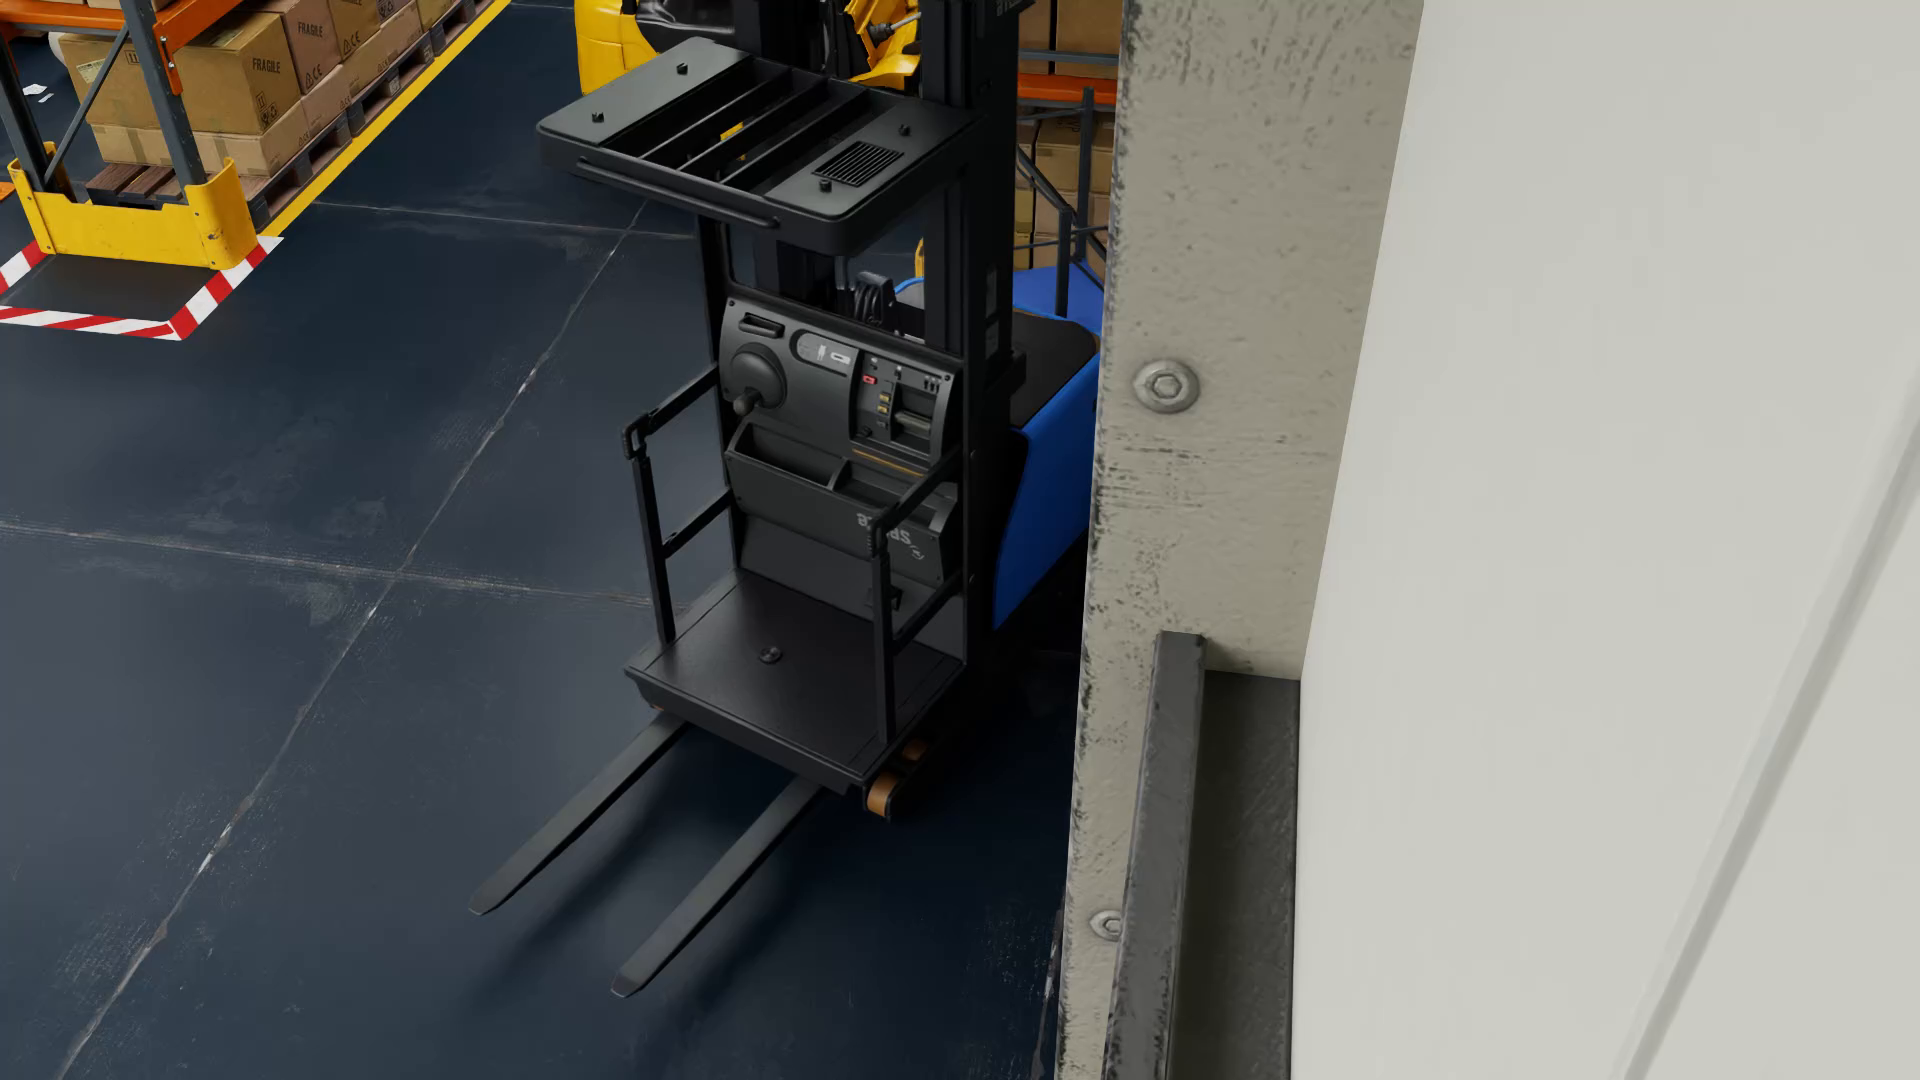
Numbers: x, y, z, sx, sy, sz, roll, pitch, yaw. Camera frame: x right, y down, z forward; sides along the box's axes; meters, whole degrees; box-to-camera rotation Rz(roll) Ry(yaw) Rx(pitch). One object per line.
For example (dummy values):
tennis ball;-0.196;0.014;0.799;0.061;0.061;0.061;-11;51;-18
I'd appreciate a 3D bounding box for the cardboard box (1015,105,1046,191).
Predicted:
cardboard box;0.156;-2.005;8.364;0.500;0.250;0.500;8;40;9

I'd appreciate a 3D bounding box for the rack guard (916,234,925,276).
rack guard;0.379;-1.215;8.328;1.175;0.500;0.348;6;40;8

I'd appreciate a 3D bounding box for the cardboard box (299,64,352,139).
cardboard box;-3.998;-2.636;9.913;0.500;0.250;0.500;8;40;9

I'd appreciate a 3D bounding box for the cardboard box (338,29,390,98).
cardboard box;-3.916;-2.980;10.329;0.500;0.250;0.500;9;40;11

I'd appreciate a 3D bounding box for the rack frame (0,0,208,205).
rack frame;-4.506;-2.739;8.208;1.000;3.000;0.127;6;40;8

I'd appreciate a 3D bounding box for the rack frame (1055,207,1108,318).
rack frame;0.629;-0.743;6.972;0.500;1.500;0.032;-10;41;-12

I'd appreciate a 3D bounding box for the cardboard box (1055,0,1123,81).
cardboard box;0.743;-2.513;7.856;0.500;0.500;0.500;8;40;9

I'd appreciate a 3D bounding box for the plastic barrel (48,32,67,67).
plastic barrel;-5.640;-3.209;10.799;0.421;0.421;0.512;-28;47;-30

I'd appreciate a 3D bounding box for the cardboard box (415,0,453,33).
cardboard box;-3.734;-3.615;11.097;0.500;0.250;0.500;5;40;6

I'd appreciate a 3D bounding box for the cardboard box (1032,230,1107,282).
cardboard box;0.661;-1.583;8.638;0.500;0.250;0.500;7;40;8

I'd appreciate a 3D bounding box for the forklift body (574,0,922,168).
forklift body;-1.085;-3.258;9.502;2.313;2.155;1.214;6;40;8

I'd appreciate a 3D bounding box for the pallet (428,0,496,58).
pallet;-3.895;-3.749;11.619;1.003;0.211;1.213;6;40;8

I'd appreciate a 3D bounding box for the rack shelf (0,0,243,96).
rack shelf;-4.160;-3.717;9.956;1.077;0.370;4.000;6;40;8

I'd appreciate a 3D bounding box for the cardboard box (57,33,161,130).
cardboard box;-4.624;-2.661;9.355;0.500;0.500;0.500;7;40;8

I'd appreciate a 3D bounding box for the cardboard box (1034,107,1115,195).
cardboard box;0.653;-1.962;8.313;0.500;0.250;0.500;6;40;7

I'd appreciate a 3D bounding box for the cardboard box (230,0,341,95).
cardboard box;-4.004;-2.949;9.703;0.500;0.500;0.500;5;40;6

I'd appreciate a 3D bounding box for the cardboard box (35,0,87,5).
cardboard box;-4.652;-2.900;8.601;0.380;0.149;0.250;8;40;9

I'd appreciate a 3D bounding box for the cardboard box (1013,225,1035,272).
cardboard box;0.154;-1.626;8.690;0.500;0.250;0.500;7;40;8

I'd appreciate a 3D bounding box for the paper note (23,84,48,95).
paper note;-6.008;-2.919;10.766;0.148;0.019;0.142;20;44;23

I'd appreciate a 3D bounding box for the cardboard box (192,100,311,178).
cardboard box;-4.094;-2.317;9.526;0.500;0.250;0.500;6;40;7

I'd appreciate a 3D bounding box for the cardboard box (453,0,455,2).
cardboard box;-3.651;-3.951;11.502;0.500;0.250;0.500;8;40;10

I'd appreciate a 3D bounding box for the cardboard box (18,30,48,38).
cardboard box;-6.542;-3.798;11.343;0.797;0.637;0.503;6;40;8

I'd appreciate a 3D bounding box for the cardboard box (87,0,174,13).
cardboard box;-4.243;-2.832;8.519;0.380;0.149;0.250;7;40;8

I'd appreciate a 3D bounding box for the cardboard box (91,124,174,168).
cardboard box;-4.627;-2.393;9.618;0.500;0.250;0.500;6;40;7

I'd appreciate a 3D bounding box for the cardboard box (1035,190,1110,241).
cardboard box;0.669;-1.761;8.462;0.500;0.250;0.500;7;40;8

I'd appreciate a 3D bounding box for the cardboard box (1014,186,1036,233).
cardboard box;0.160;-1.828;8.543;0.500;0.250;0.500;6;40;7

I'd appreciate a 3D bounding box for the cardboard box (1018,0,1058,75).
cardboard box;0.210;-2.570;7.926;0.500;0.500;0.500;6;40;7

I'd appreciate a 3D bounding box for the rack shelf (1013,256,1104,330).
rack shelf;0.487;-0.916;7.463;0.538;0.185;1.000;-10;41;-12

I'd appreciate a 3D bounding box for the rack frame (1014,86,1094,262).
rack frame;0.345;-1.365;7.724;0.500;1.500;0.032;-10;41;-12

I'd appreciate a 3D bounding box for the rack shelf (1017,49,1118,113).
rack shelf;0.729;-3.172;9.297;1.077;0.370;4.000;6;40;8

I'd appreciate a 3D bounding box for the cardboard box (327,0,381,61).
cardboard box;-3.910;-3.263;10.083;0.500;0.500;0.500;7;40;9

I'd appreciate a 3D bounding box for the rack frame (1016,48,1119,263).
rack frame;0.383;-2.194;7.549;1.000;3.000;0.127;6;40;8

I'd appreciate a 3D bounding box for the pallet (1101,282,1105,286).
pallet;0.474;-1.604;9.024;1.003;0.211;1.213;6;40;8

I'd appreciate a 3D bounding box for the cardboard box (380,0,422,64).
cardboard box;-3.826;-3.297;10.712;0.500;0.250;0.500;7;40;8

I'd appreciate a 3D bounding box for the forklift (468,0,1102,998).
forklift;-0.538;-0.465;5.512;1.130;2.935;3.031;21;44;24

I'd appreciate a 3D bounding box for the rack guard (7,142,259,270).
rack guard;-4.493;-1.823;9.063;1.175;0.500;0.348;6;40;8

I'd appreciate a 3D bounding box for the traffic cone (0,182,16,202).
traffic cone;-5.702;-2.173;9.515;0.336;0.463;0.334;6;40;8

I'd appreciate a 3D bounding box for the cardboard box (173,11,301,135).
cardboard box;-4.091;-2.621;9.305;0.500;0.500;0.500;5;40;6

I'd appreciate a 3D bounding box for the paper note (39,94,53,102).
paper note;-5.867;-2.839;10.676;0.032;0.001;0.123;6;40;8

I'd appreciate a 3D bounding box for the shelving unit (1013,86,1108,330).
shelving unit;0.487;-1.054;7.348;0.538;1.500;1.048;-10;41;-12

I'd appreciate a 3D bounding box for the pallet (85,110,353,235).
pallet;-4.318;-2.218;9.767;1.003;0.211;1.213;6;40;8

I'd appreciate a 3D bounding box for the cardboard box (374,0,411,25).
cardboard box;-3.825;-3.600;10.489;0.500;0.500;0.500;8;40;10

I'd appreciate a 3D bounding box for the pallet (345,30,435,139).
pallet;-4.104;-2.981;10.690;1.003;0.211;1.213;6;40;8
